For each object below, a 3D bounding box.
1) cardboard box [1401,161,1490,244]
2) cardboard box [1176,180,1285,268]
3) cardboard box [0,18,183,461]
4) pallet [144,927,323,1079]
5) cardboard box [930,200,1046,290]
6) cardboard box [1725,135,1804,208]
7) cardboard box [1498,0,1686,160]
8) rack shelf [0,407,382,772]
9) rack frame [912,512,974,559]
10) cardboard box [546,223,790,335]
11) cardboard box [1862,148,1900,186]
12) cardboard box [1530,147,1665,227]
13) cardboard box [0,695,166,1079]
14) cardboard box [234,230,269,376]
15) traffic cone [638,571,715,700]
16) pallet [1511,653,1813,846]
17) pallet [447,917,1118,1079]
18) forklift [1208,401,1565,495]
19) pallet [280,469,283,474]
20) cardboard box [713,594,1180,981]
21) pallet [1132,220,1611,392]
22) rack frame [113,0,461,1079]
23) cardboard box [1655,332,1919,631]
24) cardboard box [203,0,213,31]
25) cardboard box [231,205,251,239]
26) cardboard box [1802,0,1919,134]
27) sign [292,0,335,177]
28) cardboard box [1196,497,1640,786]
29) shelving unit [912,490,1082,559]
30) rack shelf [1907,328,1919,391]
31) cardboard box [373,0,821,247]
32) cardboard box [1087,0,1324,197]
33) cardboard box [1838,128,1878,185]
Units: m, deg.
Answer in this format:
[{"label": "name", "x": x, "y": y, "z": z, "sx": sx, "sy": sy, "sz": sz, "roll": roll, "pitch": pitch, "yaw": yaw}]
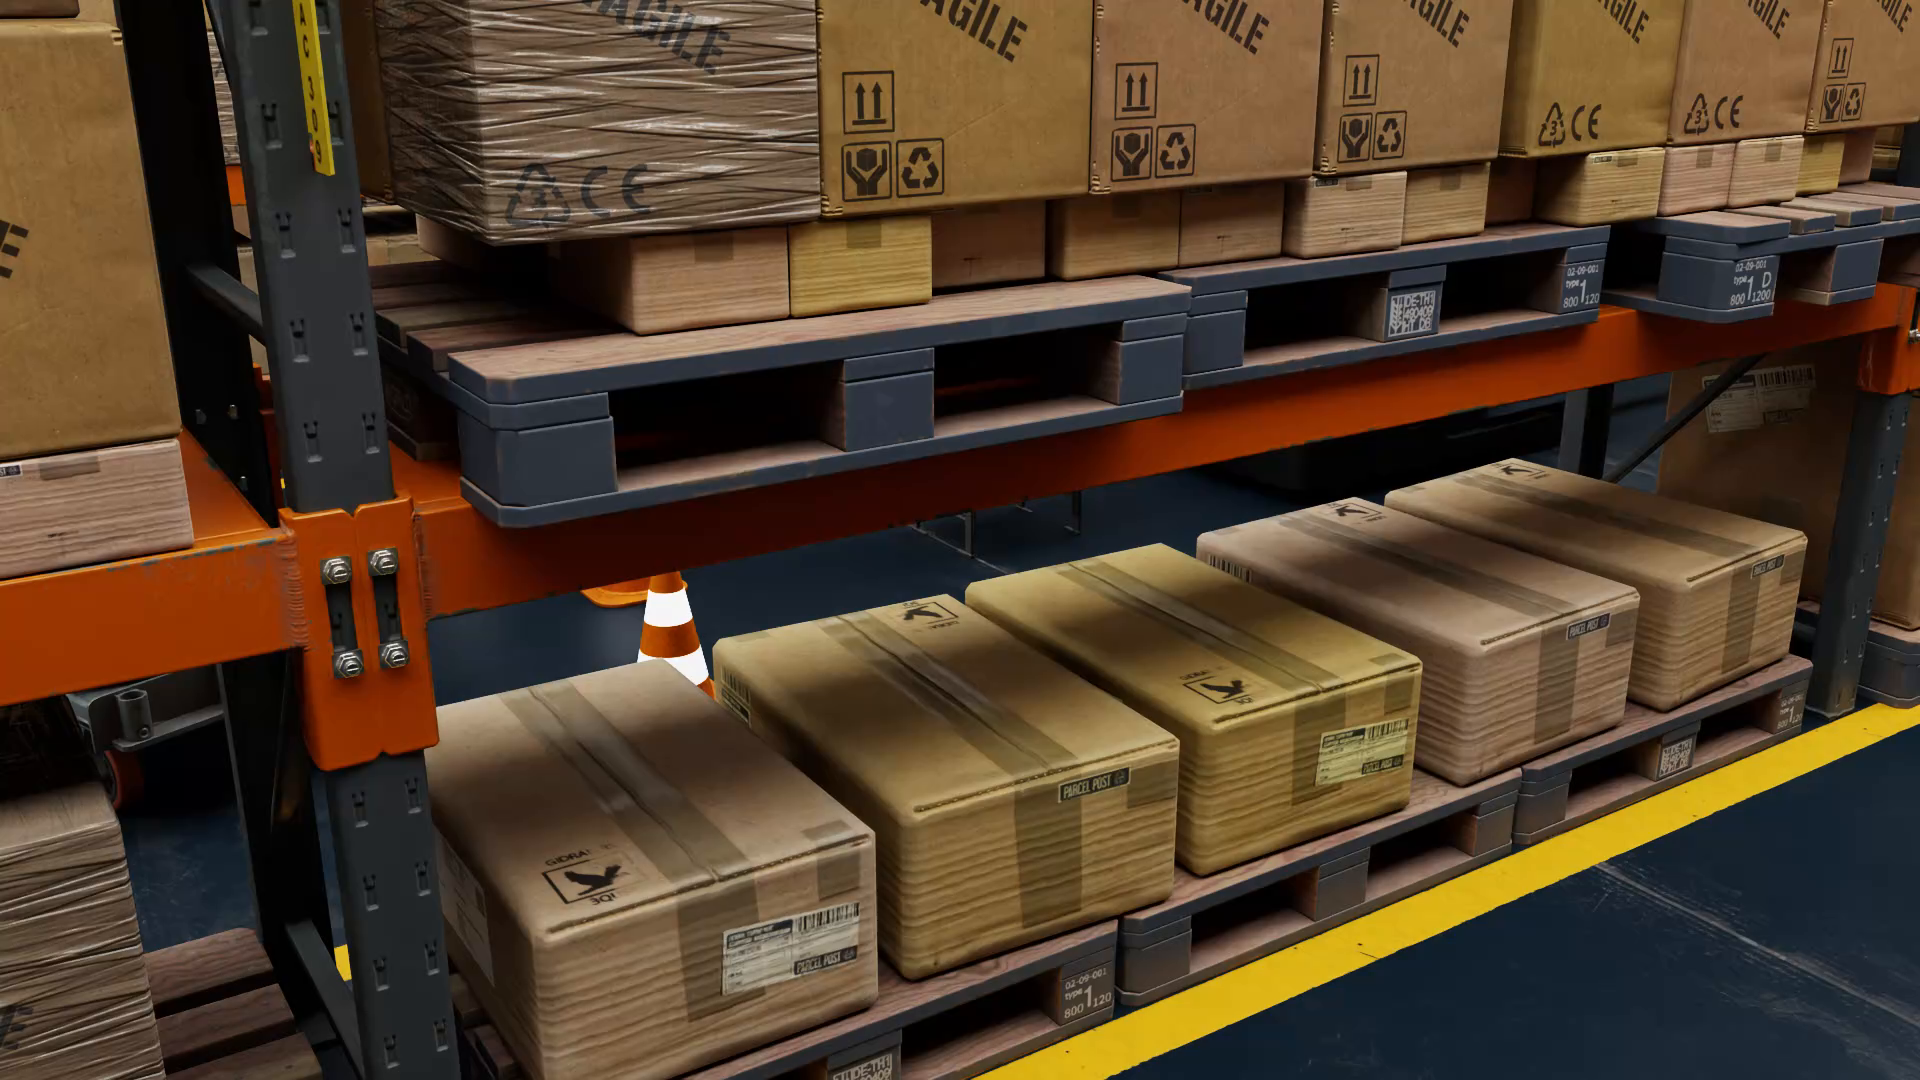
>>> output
[{"label": "cardboard box", "x": 0.849, "y": -0.714, "z": 3.410, "sx": 0.250, "sy": 0.149, "sz": 0.380, "roll": -13, "pitch": 22, "yaw": -33}, {"label": "cardboard box", "x": 0.392, "y": -0.626, "z": 3.151, "sx": 0.250, "sy": 0.149, "sz": 0.380, "roll": -12, "pitch": 22, "yaw": -31}, {"label": "cardboard box", "x": -1.331, "y": -0.388, "z": 2.088, "sx": 0.500, "sy": 0.500, "sz": 0.500, "roll": -13, "pitch": 22, "yaw": -33}, {"label": "pallet", "x": -1.638, "y": 1.104, "z": 2.649, "sx": 1.213, "sy": 0.211, "sz": 1.003, "roll": -12, "pitch": 22, "yaw": -31}, {"label": "cardboard box", "x": -0.054, "y": -0.549, "z": 2.922, "sx": 0.250, "sy": 0.149, "sz": 0.380, "roll": -10, "pitch": 21, "yaw": -28}, {"label": "cardboard box", "x": 1.730, "y": -0.885, "z": 3.916, "sx": 0.250, "sy": 0.149, "sz": 0.380, "roll": -12, "pitch": 22, "yaw": -32}, {"label": "cardboard box", "x": 1.170, "y": -1.099, "z": 3.534, "sx": 0.500, "sy": 0.500, "sz": 0.500, "roll": -14, "pitch": 23, "yaw": -35}, {"label": "rack shelf", "x": -2.767, "y": 0.349, "z": 1.653, "sx": 4.000, "sy": 0.370, "sz": 1.077, "roll": -12, "pitch": 22, "yaw": -31}, {"label": "rack frame", "x": -0.066, "y": -0.981, "z": 5.868, "sx": 0.015, "sy": 2.100, "sz": 0.400, "roll": -12, "pitch": 22, "yaw": -31}, {"label": "cardboard box", "x": -0.462, "y": -0.437, "z": 2.591, "sx": 0.250, "sy": 0.149, "sz": 0.380, "roll": -12, "pitch": 22, "yaw": -31}, {"label": "cardboard box", "x": 2.791, "y": -0.997, "z": 4.744, "sx": 0.500, "sy": 0.250, "sz": 0.500, "roll": -12, "pitch": 22, "yaw": -32}, {"label": "cardboard box", "x": 1.293, "y": -0.791, "z": 3.637, "sx": 0.250, "sy": 0.149, "sz": 0.380, "roll": -11, "pitch": 22, "yaw": -30}, {"label": "cardboard box", "x": -1.443, "y": 0.580, "z": 2.312, "sx": 0.500, "sy": 0.500, "sz": 0.500, "roll": -12, "pitch": 22, "yaw": -32}, {"label": "cardboard box", "x": -3.435, "y": -0.917, "z": 7.131, "sx": 0.750, "sy": 0.750, "sz": 1.050, "roll": -12, "pitch": 22, "yaw": -32}, {"label": "traffic cone", "x": -0.831, "y": 0.264, "z": 4.740, "sx": 0.334, "sy": 0.463, "sz": 0.336, "roll": -12, "pitch": 22, "yaw": -31}, {"label": "pallet", "x": 1.590, "y": 0.409, "z": 4.705, "sx": 1.213, "sy": 0.211, "sz": 1.003, "roll": -12, "pitch": 22, "yaw": -31}, {"label": "pallet", "x": -0.447, "y": 0.839, "z": 3.433, "sx": 1.213, "sy": 0.211, "sz": 1.003, "roll": -12, "pitch": 22, "yaw": -31}, {"label": "forklift", "x": 2.246, "y": -1.924, "z": 7.360, "sx": 3.031, "sy": 2.935, "sz": 1.130, "roll": -13, "pitch": 23, "yaw": -34}, {"label": "pallet", "x": -3.301, "y": -0.486, "z": 7.352, "sx": 1.213, "sy": 0.211, "sz": 1.003, "roll": -12, "pitch": 22, "yaw": -31}, {"label": "cardboard box", "x": -0.062, "y": 0.481, "z": 3.586, "sx": 0.625, "sy": 0.372, "sz": 0.950, "roll": -10, "pitch": 21, "yaw": -28}, {"label": "pallet", "x": 0.613, "y": -0.598, "z": 3.631, "sx": 1.213, "sy": 0.211, "sz": 1.003, "roll": -12, "pitch": 22, "yaw": -31}, {"label": "rack frame", "x": -1.097, "y": -0.344, "z": 2.580, "sx": 0.127, "sy": 3.000, "sz": 1.000, "roll": -12, "pitch": 22, "yaw": -31}, {"label": "cardboard box", "x": 2.866, "y": -0.341, "z": 5.231, "sx": 0.875, "sy": 0.875, "sz": 0.875, "roll": -12, "pitch": 22, "yaw": -32}, {"label": "cardboard box", "x": -3.064, "y": -2.352, "z": 6.801, "sx": 0.500, "sy": 0.500, "sz": 0.700, "roll": -12, "pitch": 22, "yaw": -32}, {"label": "cardboard box", "x": -5.147, "y": -2.299, "z": 11.579, "sx": 0.500, "sy": 0.500, "sz": 0.700, "roll": -14, "pitch": 23, "yaw": -36}, {"label": "cardboard box", "x": 2.017, "y": -1.282, "z": 4.076, "sx": 0.500, "sy": 0.500, "sz": 0.500, "roll": -13, "pitch": 22, "yaw": -33}, {"label": "sign", "x": -0.792, "y": -0.611, "z": 2.016, "sx": 0.005, "sy": 0.325, "sz": 0.100, "roll": -12, "pitch": 22, "yaw": -31}, {"label": "cardboard box", "x": 1.155, "y": 0.226, "z": 4.340, "sx": 0.625, "sy": 0.372, "sz": 0.950, "roll": -12, "pitch": 22, "yaw": -32}, {"label": "shelving unit", "x": 0.138, "y": -1.024, "z": 5.995, "sx": 0.503, "sy": 2.100, "sz": 0.431, "roll": -12, "pitch": 22, "yaw": -31}, {"label": "rack shelf", "x": 3.914, "y": -1.060, "z": 5.821, "sx": 4.000, "sy": 0.370, "sz": 1.077, "roll": -12, "pitch": 22, "yaw": -31}, {"label": "cardboard box", "x": -0.548, "y": -0.738, "z": 2.466, "sx": 0.500, "sy": 0.500, "sz": 0.500, "roll": -11, "pitch": 22, "yaw": -30}, {"label": "cardboard box", "x": 0.291, "y": -0.909, "z": 2.975, "sx": 0.500, "sy": 0.500, "sz": 0.500, "roll": -12, "pitch": 22, "yaw": -32}, {"label": "cardboard box", "x": 2.099, "y": -1.008, "z": 4.280, "sx": 0.250, "sy": 0.149, "sz": 0.380, "roll": -11, "pitch": 22, "yaw": -29}]
